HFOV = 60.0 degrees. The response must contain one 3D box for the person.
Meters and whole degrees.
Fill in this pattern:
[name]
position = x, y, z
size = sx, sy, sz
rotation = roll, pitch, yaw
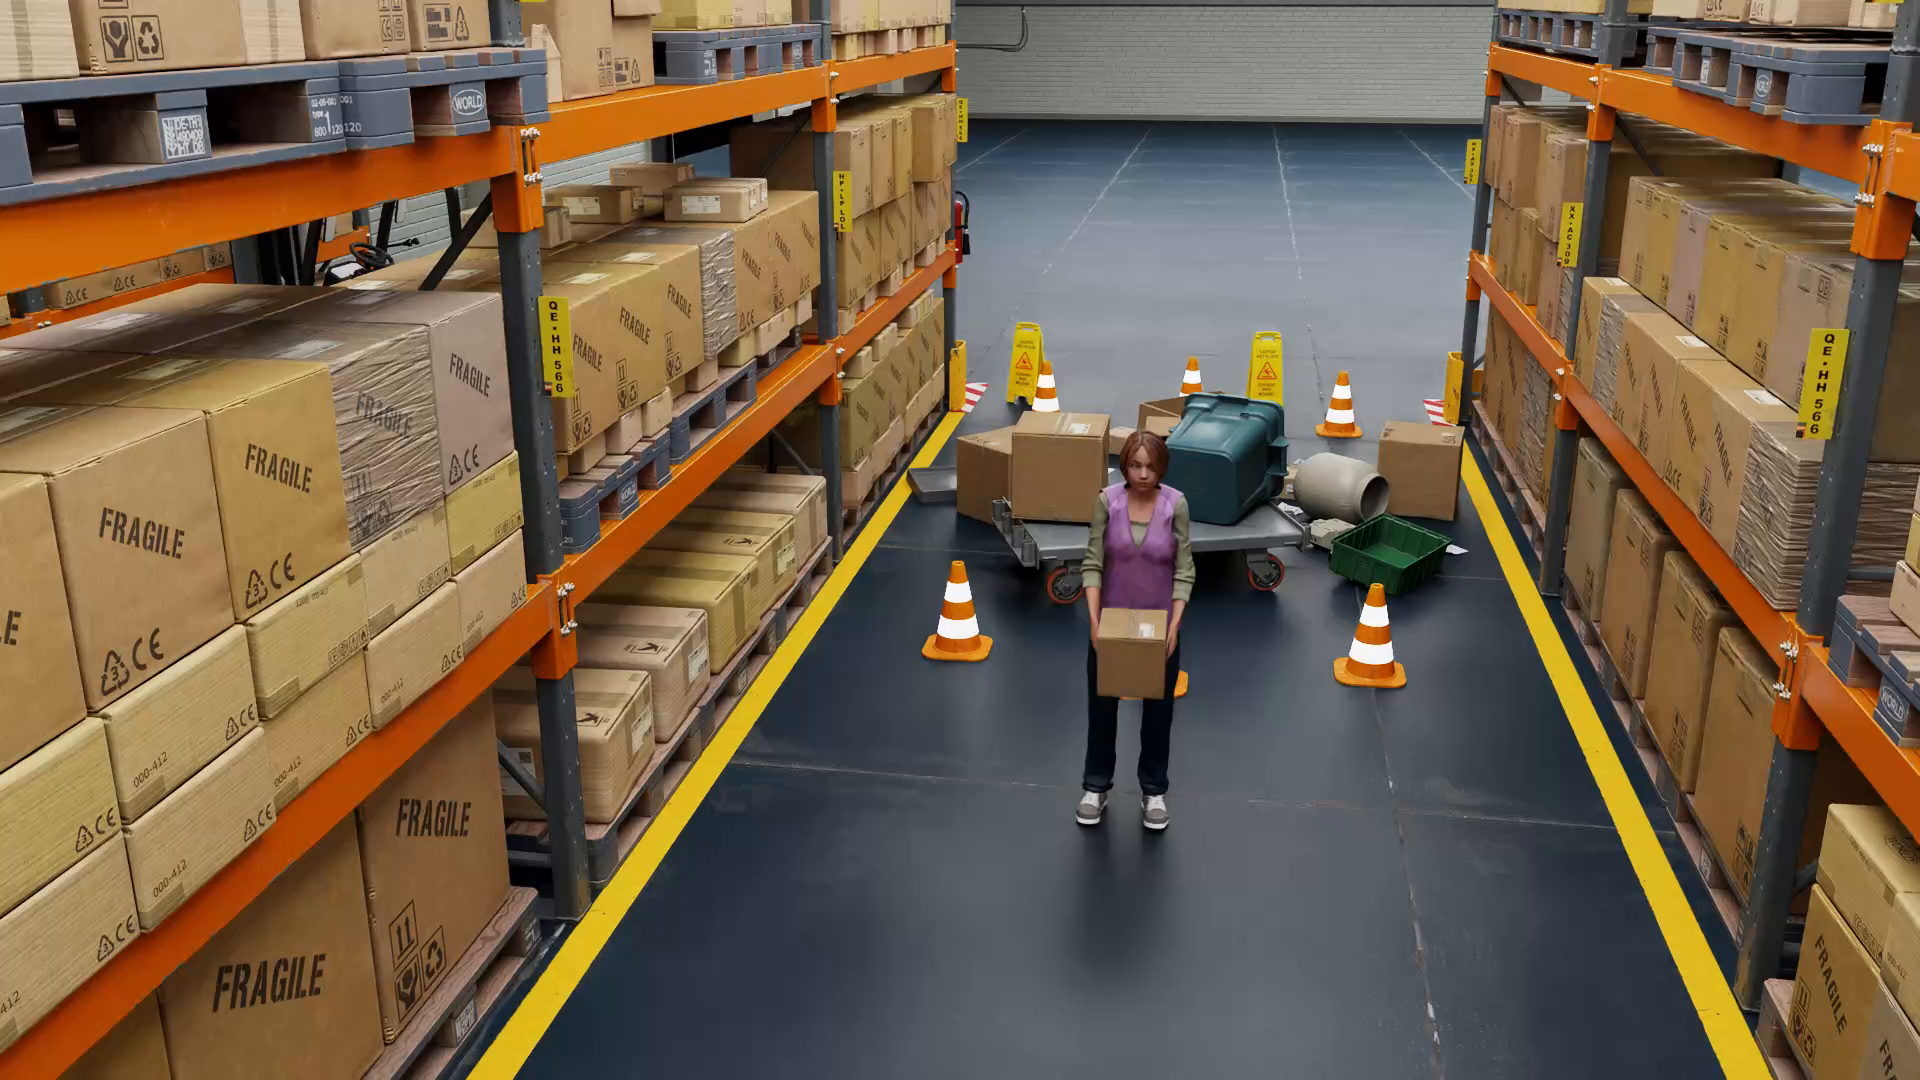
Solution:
[person]
position = 0.682, 0.358, 6.467
size = 0.444, 1.603, 0.411
rotation = 3, 18, 8
